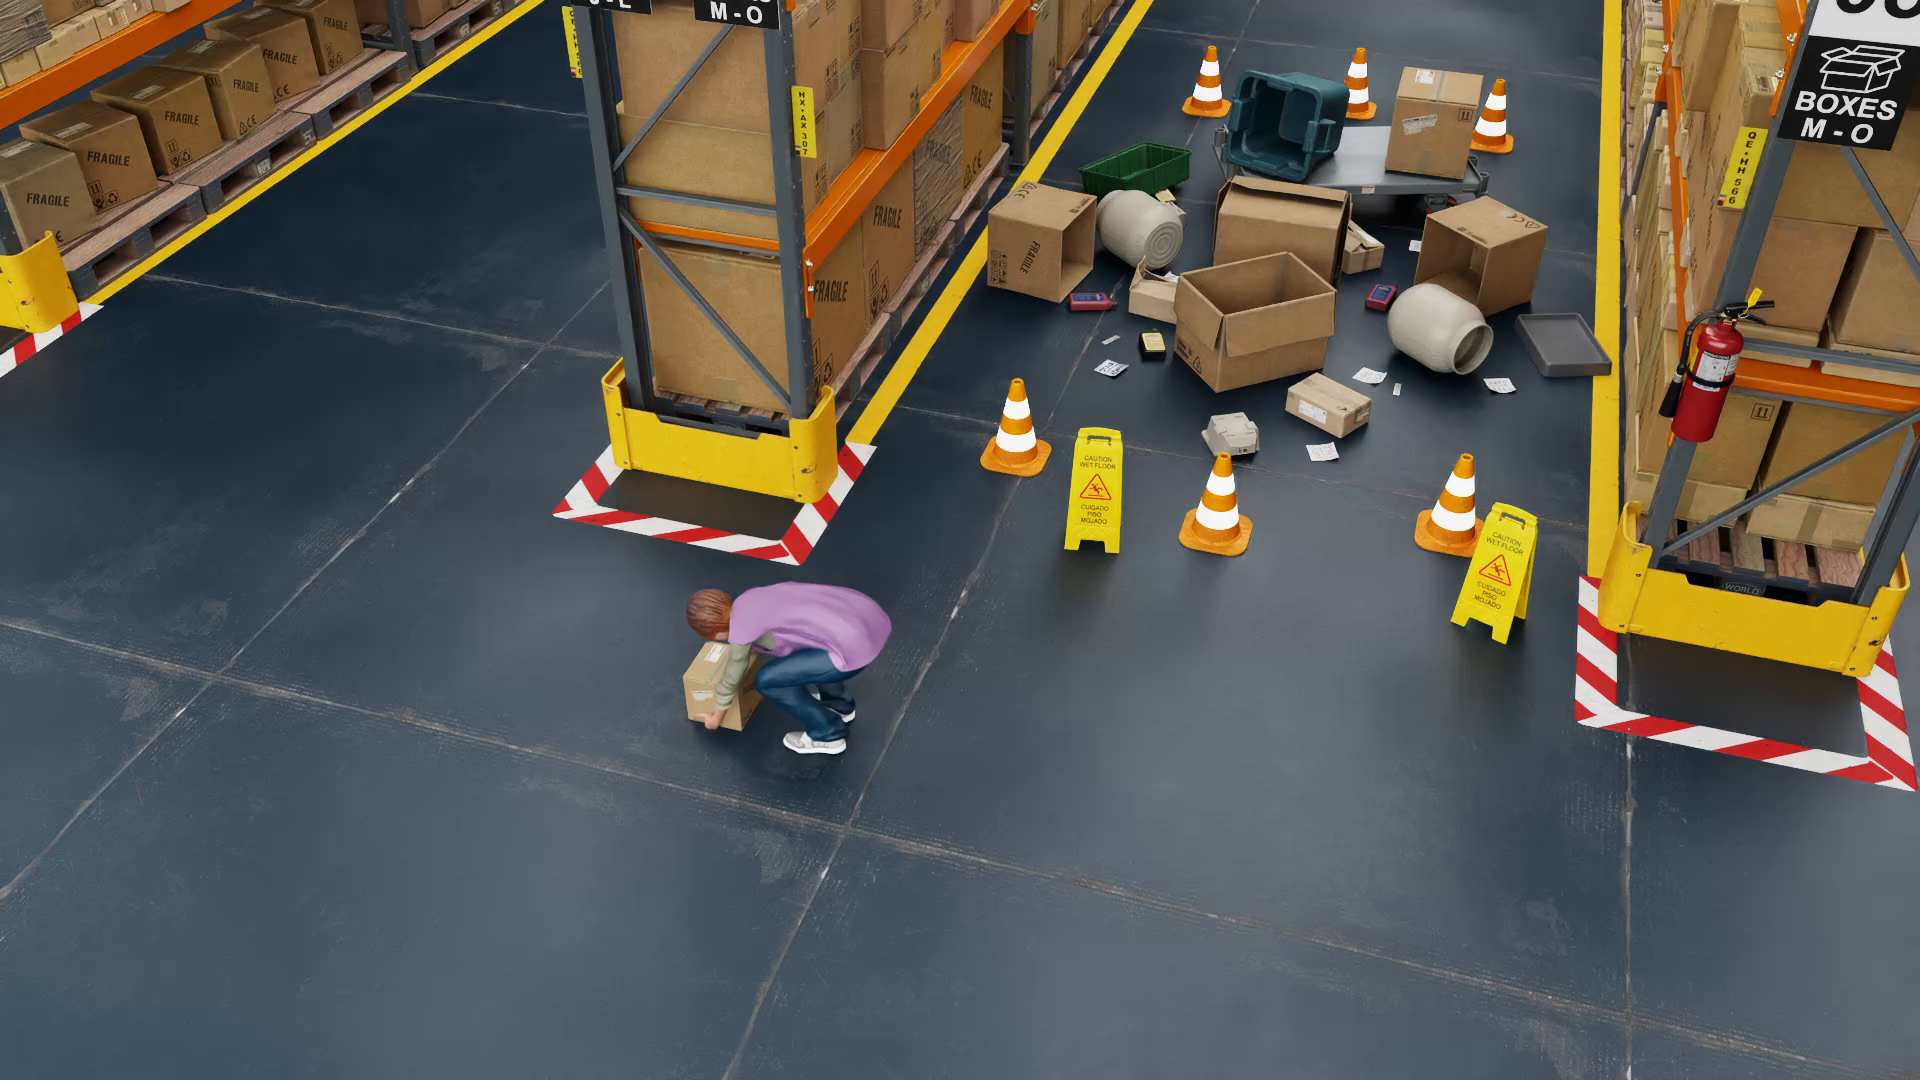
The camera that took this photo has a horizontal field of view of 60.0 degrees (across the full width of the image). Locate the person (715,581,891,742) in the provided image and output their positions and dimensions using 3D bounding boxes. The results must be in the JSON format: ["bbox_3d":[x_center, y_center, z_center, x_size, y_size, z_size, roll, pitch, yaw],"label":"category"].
[{"bbox_3d":[-0.649,0.483,6.908,0.732,0.674,0.425,10,39,12],"label":"person"}]
